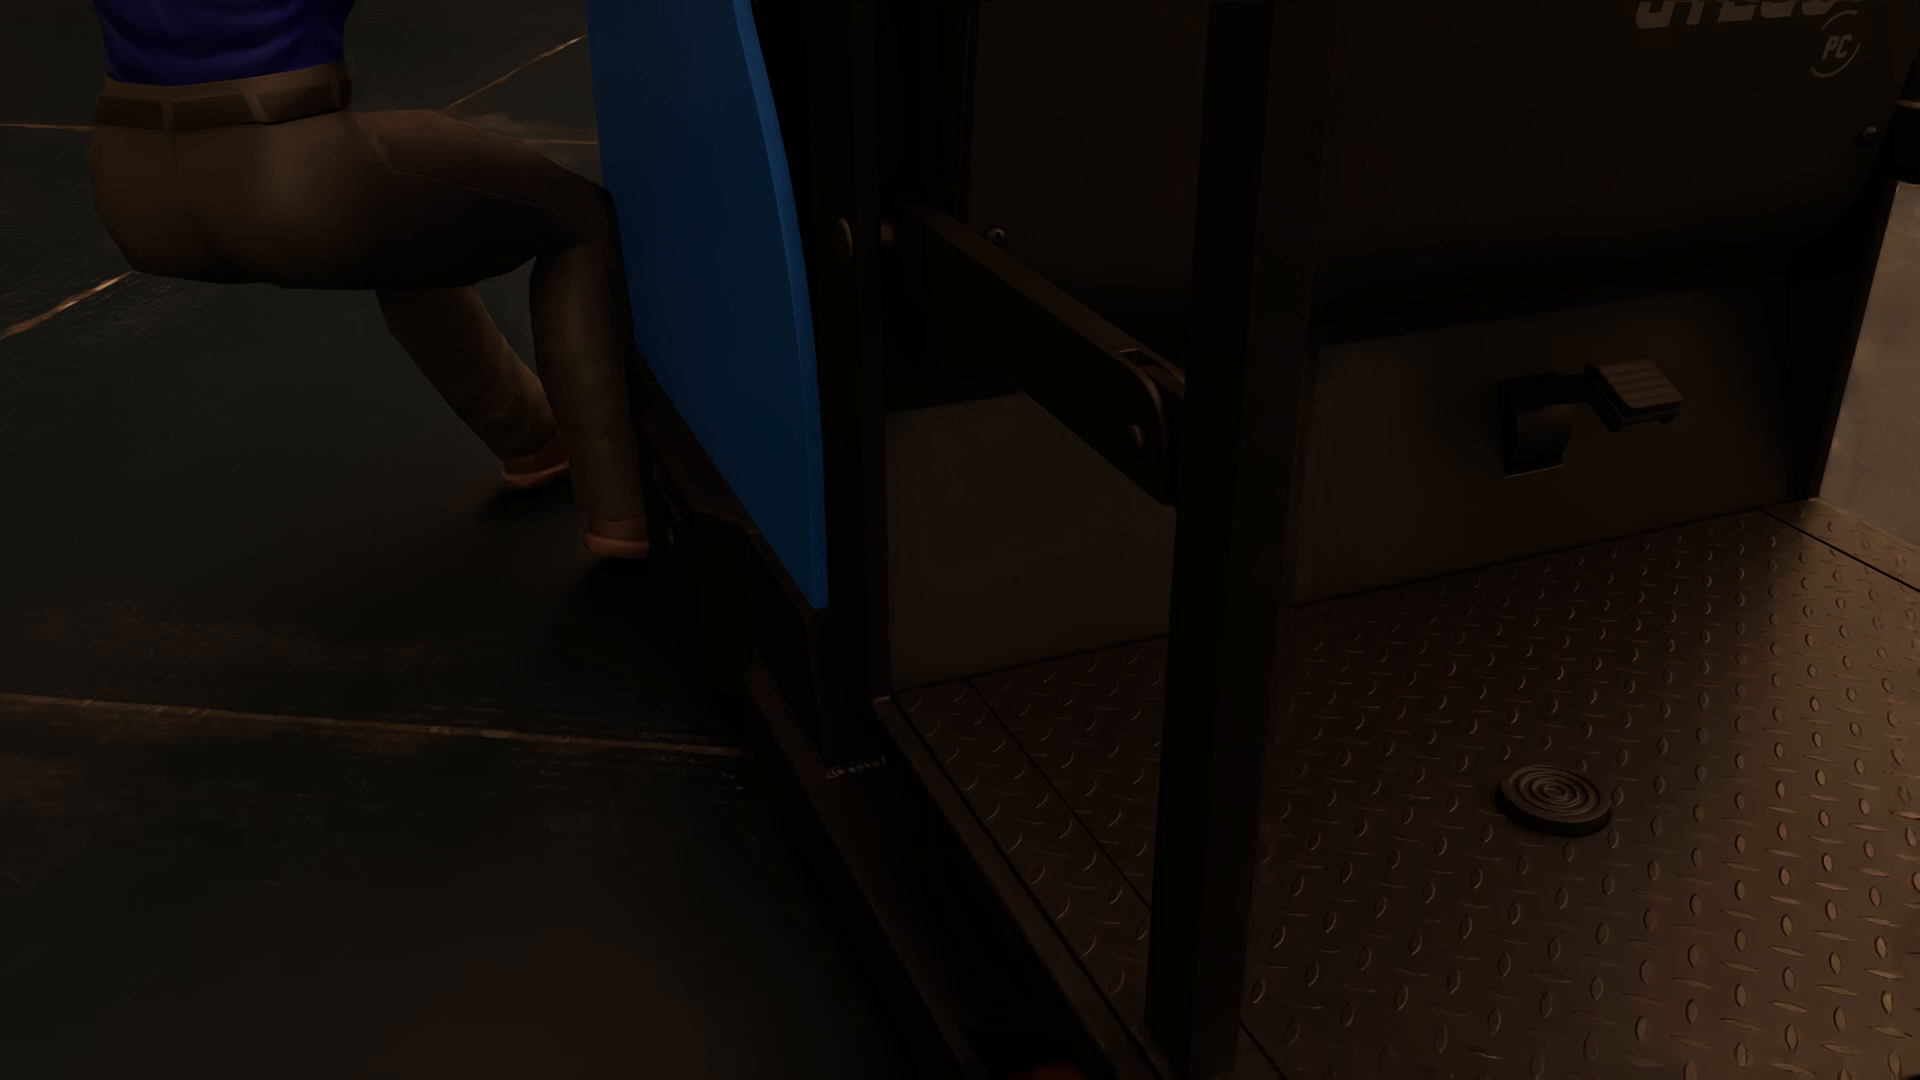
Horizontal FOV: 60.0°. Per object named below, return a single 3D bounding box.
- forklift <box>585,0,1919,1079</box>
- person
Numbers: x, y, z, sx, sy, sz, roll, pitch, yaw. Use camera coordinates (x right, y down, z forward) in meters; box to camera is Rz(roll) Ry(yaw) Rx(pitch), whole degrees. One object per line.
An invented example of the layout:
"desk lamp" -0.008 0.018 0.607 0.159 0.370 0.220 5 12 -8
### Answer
"forklift" 0.500 -0.861 0.943 1.130 2.935 3.031 -10 28 -20
"person" -0.918 -0.573 2.218 1.125 1.365 0.895 7 27 13
